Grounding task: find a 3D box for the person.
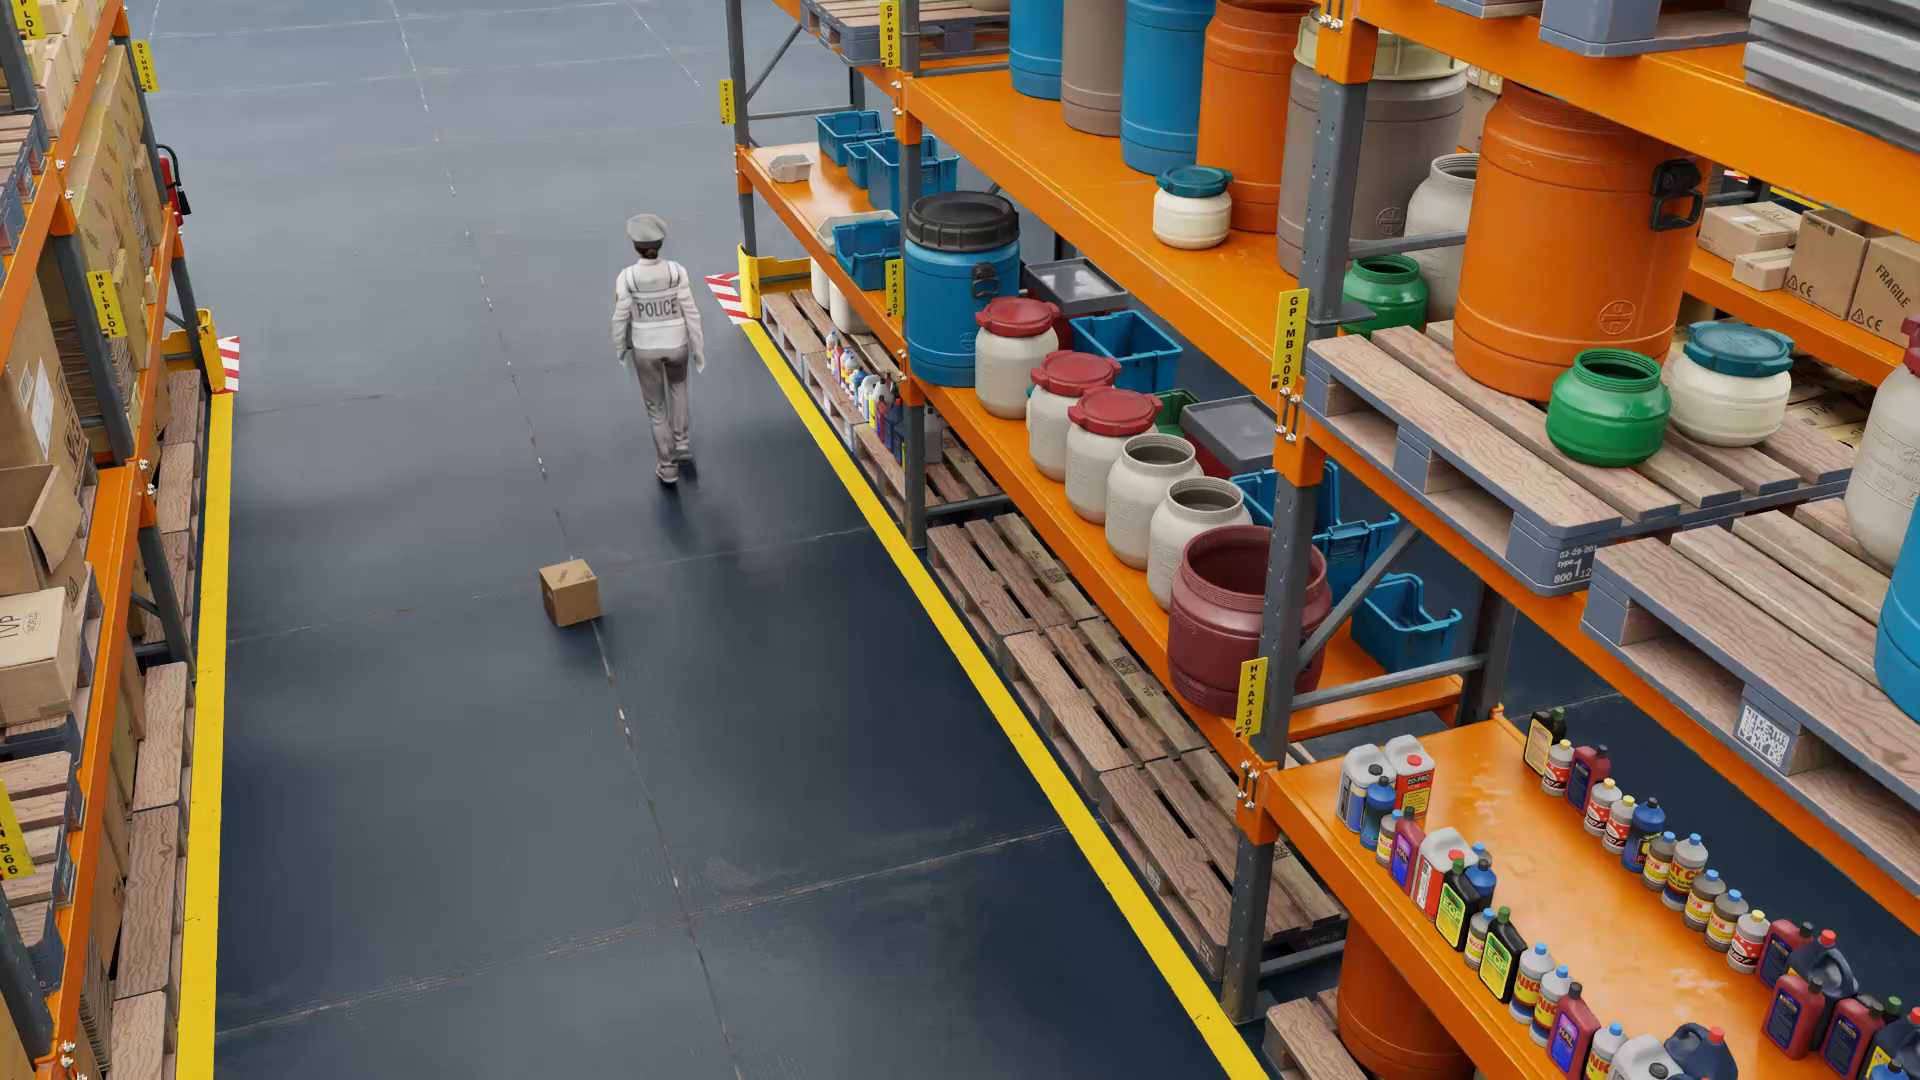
[{"bbox_3d":[-1.873,-1.164,10.350,0.527,1.747,0.516,-11,32,-18],"label":"person"}]
